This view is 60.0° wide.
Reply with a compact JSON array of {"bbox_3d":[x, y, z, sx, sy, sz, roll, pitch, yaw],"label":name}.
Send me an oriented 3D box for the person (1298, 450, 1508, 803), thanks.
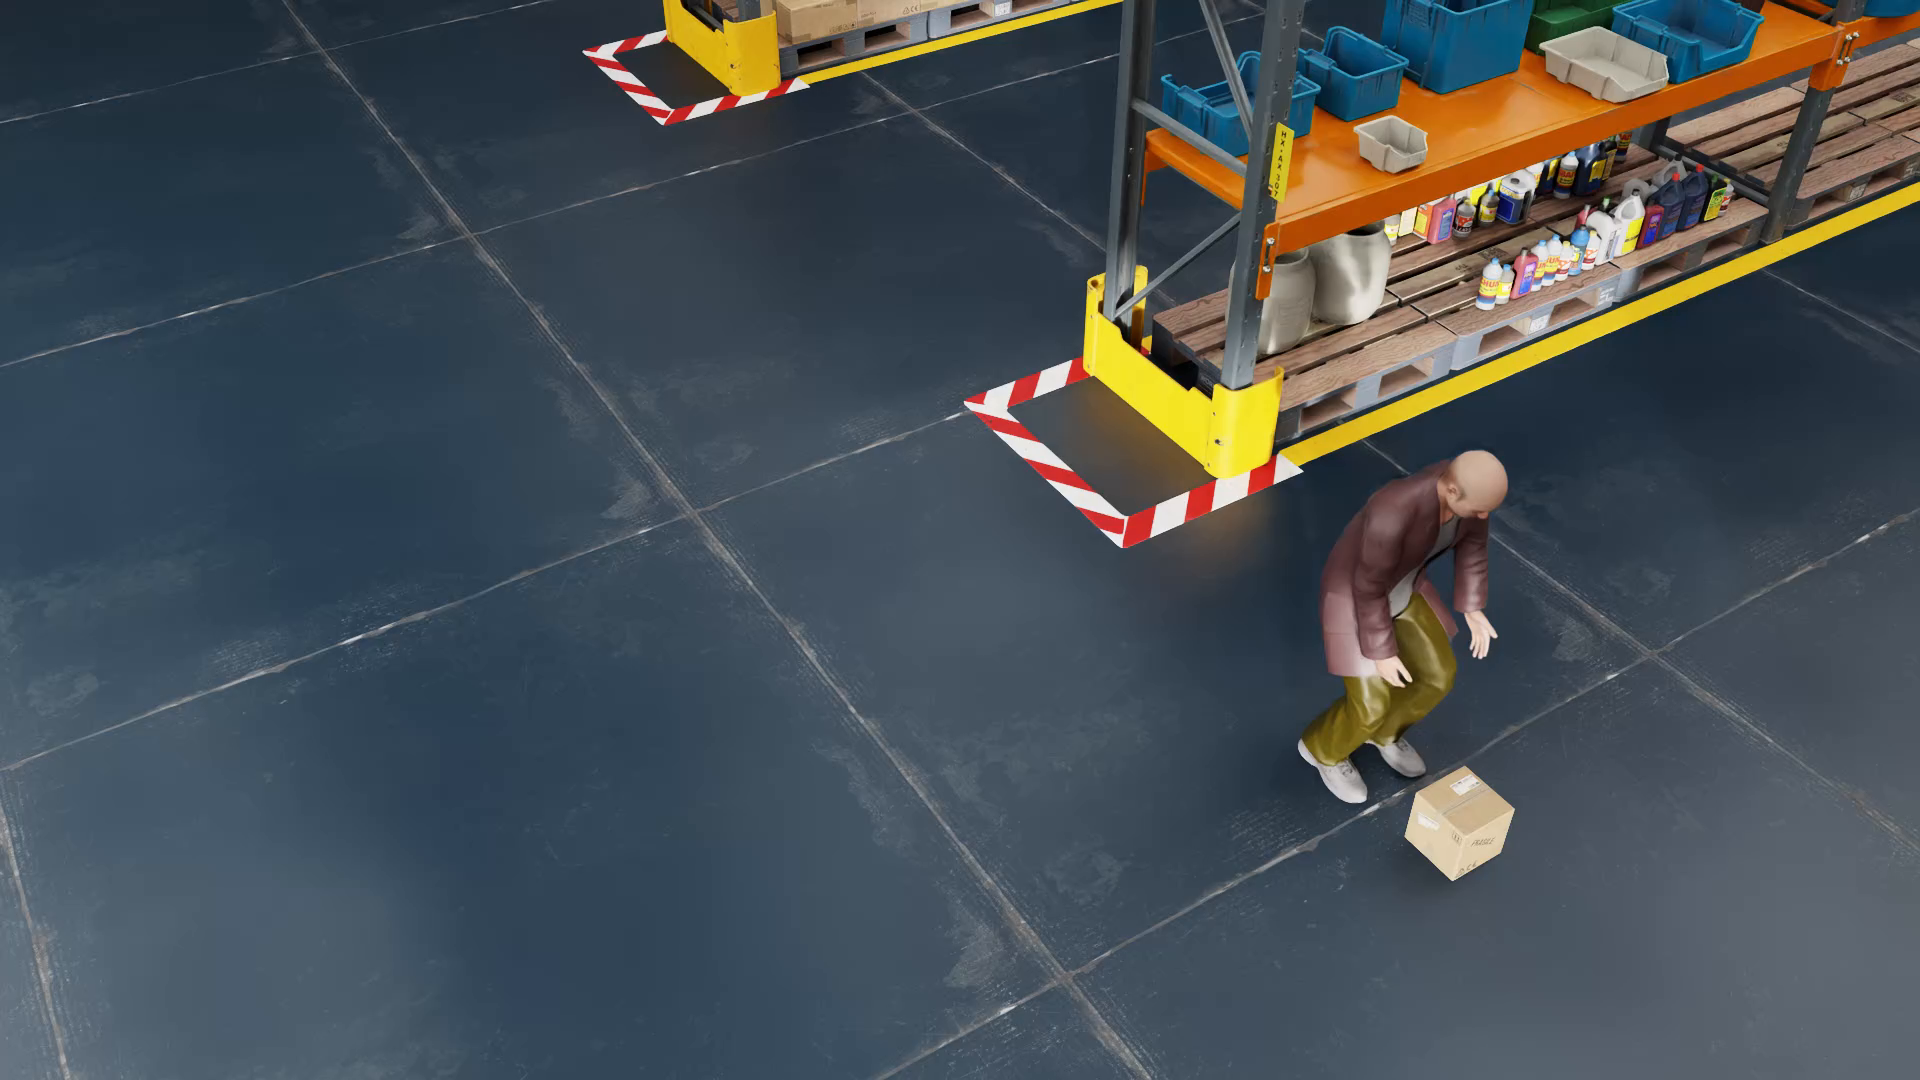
[{"bbox_3d":[1.594,0.246,6.013,0.620,1.611,0.564,-22,45,-24],"label":"person"}]
